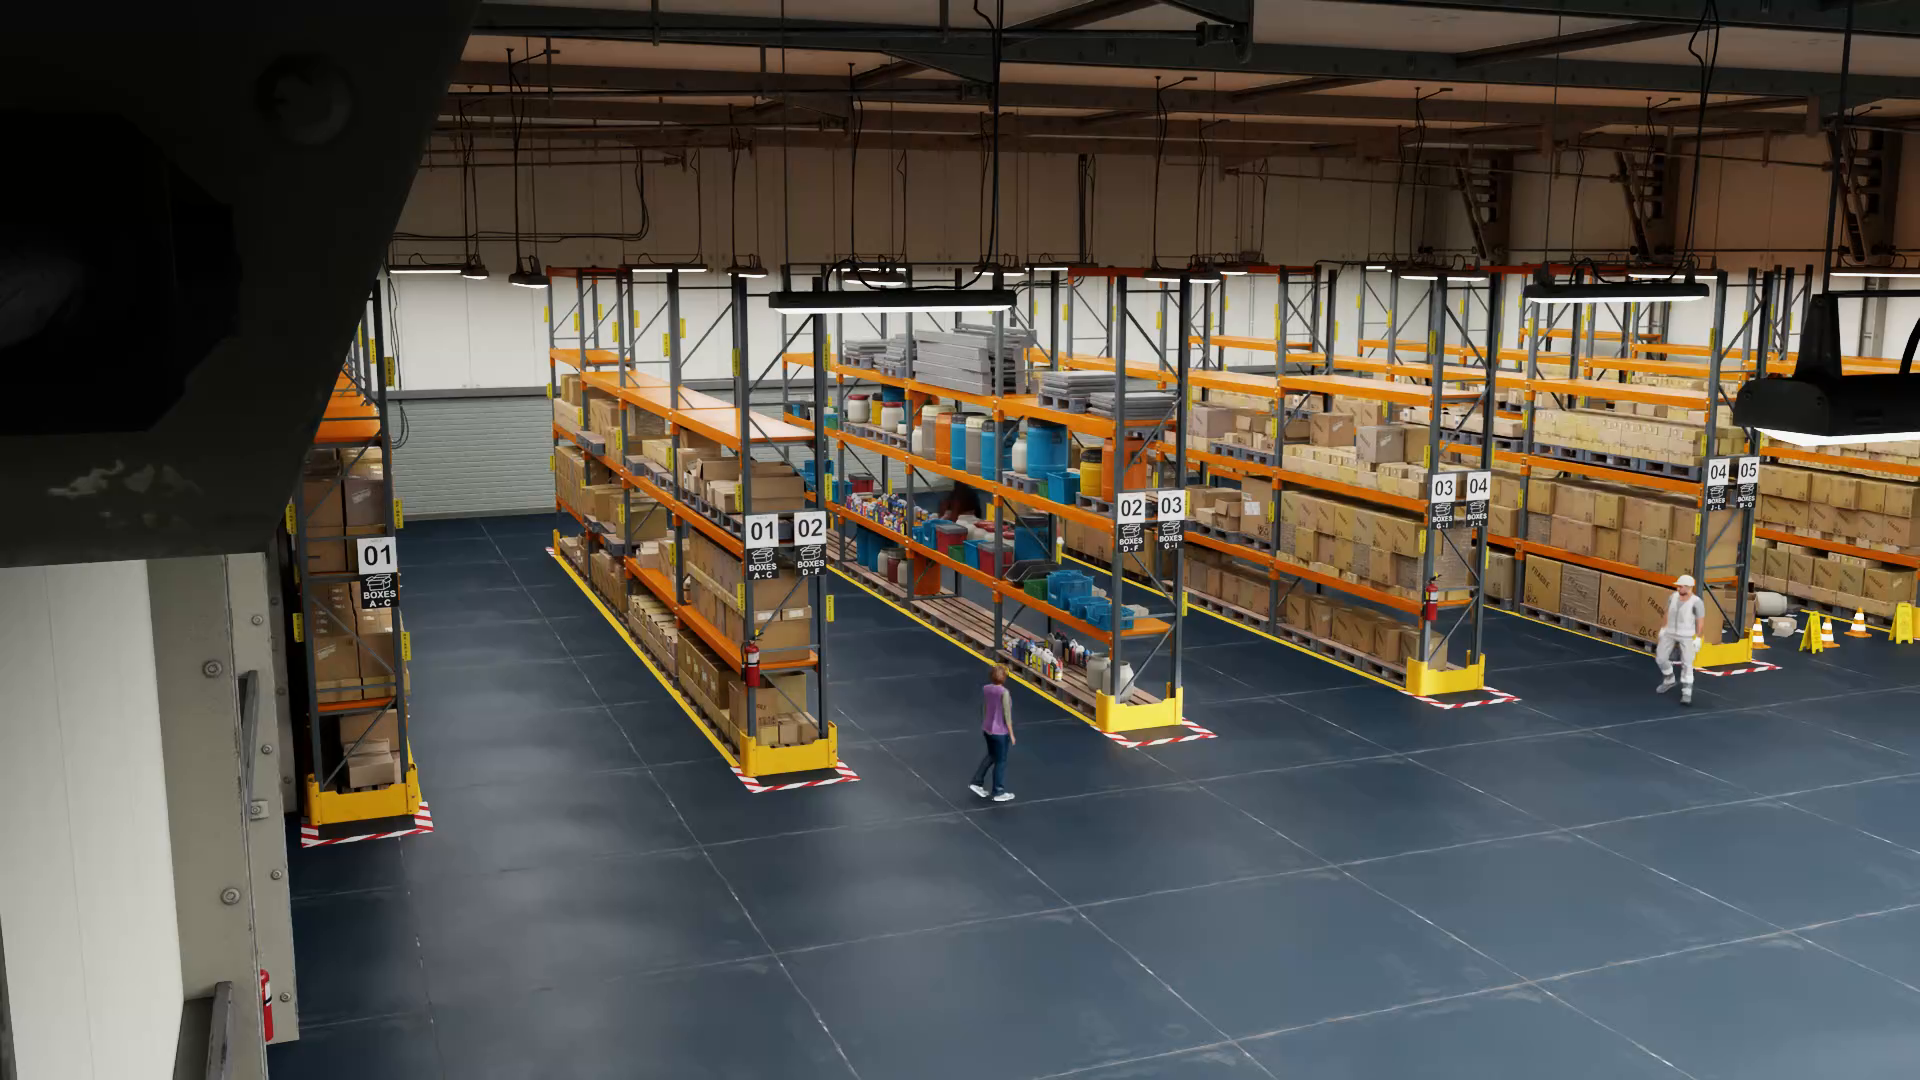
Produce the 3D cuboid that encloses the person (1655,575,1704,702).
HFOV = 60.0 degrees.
[{"bbox_3d":[10.207,1.369,23.575,0.627,1.789,0.499,9,13,41],"label":"person"}]

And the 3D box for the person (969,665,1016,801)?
[{"bbox_3d":[0.404,2.239,19.249,0.439,1.607,0.489,-7,12,-33],"label":"person"}]

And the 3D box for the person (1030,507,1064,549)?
[{"bbox_3d":[1.522,0.069,29.585,0.632,1.863,0.599,2,10,14],"label":"person"}]
